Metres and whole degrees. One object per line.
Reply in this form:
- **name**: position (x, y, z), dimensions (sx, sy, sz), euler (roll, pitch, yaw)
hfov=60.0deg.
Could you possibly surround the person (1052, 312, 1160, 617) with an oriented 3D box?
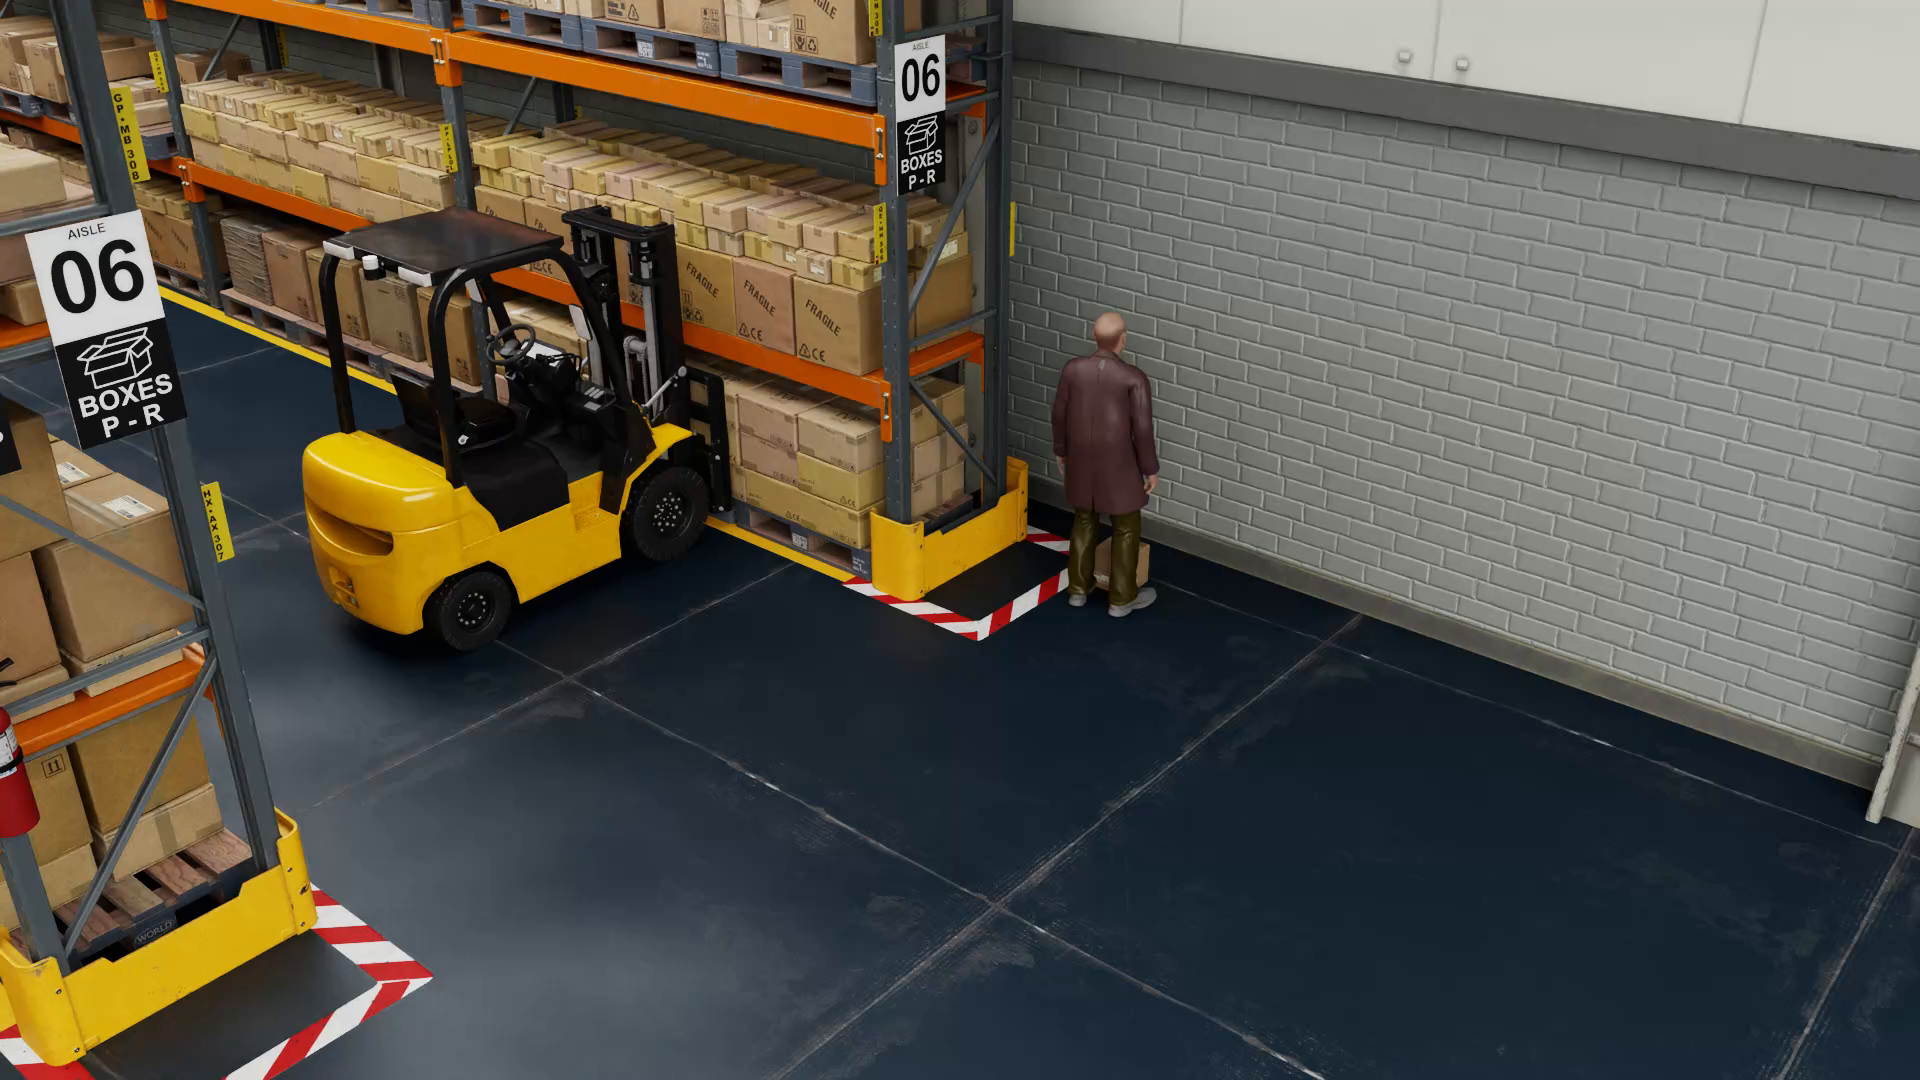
- **person**: position (0.824, -0.434, 9.486), dimensions (0.656, 1.774, 0.420), euler (15, 31, 27)
